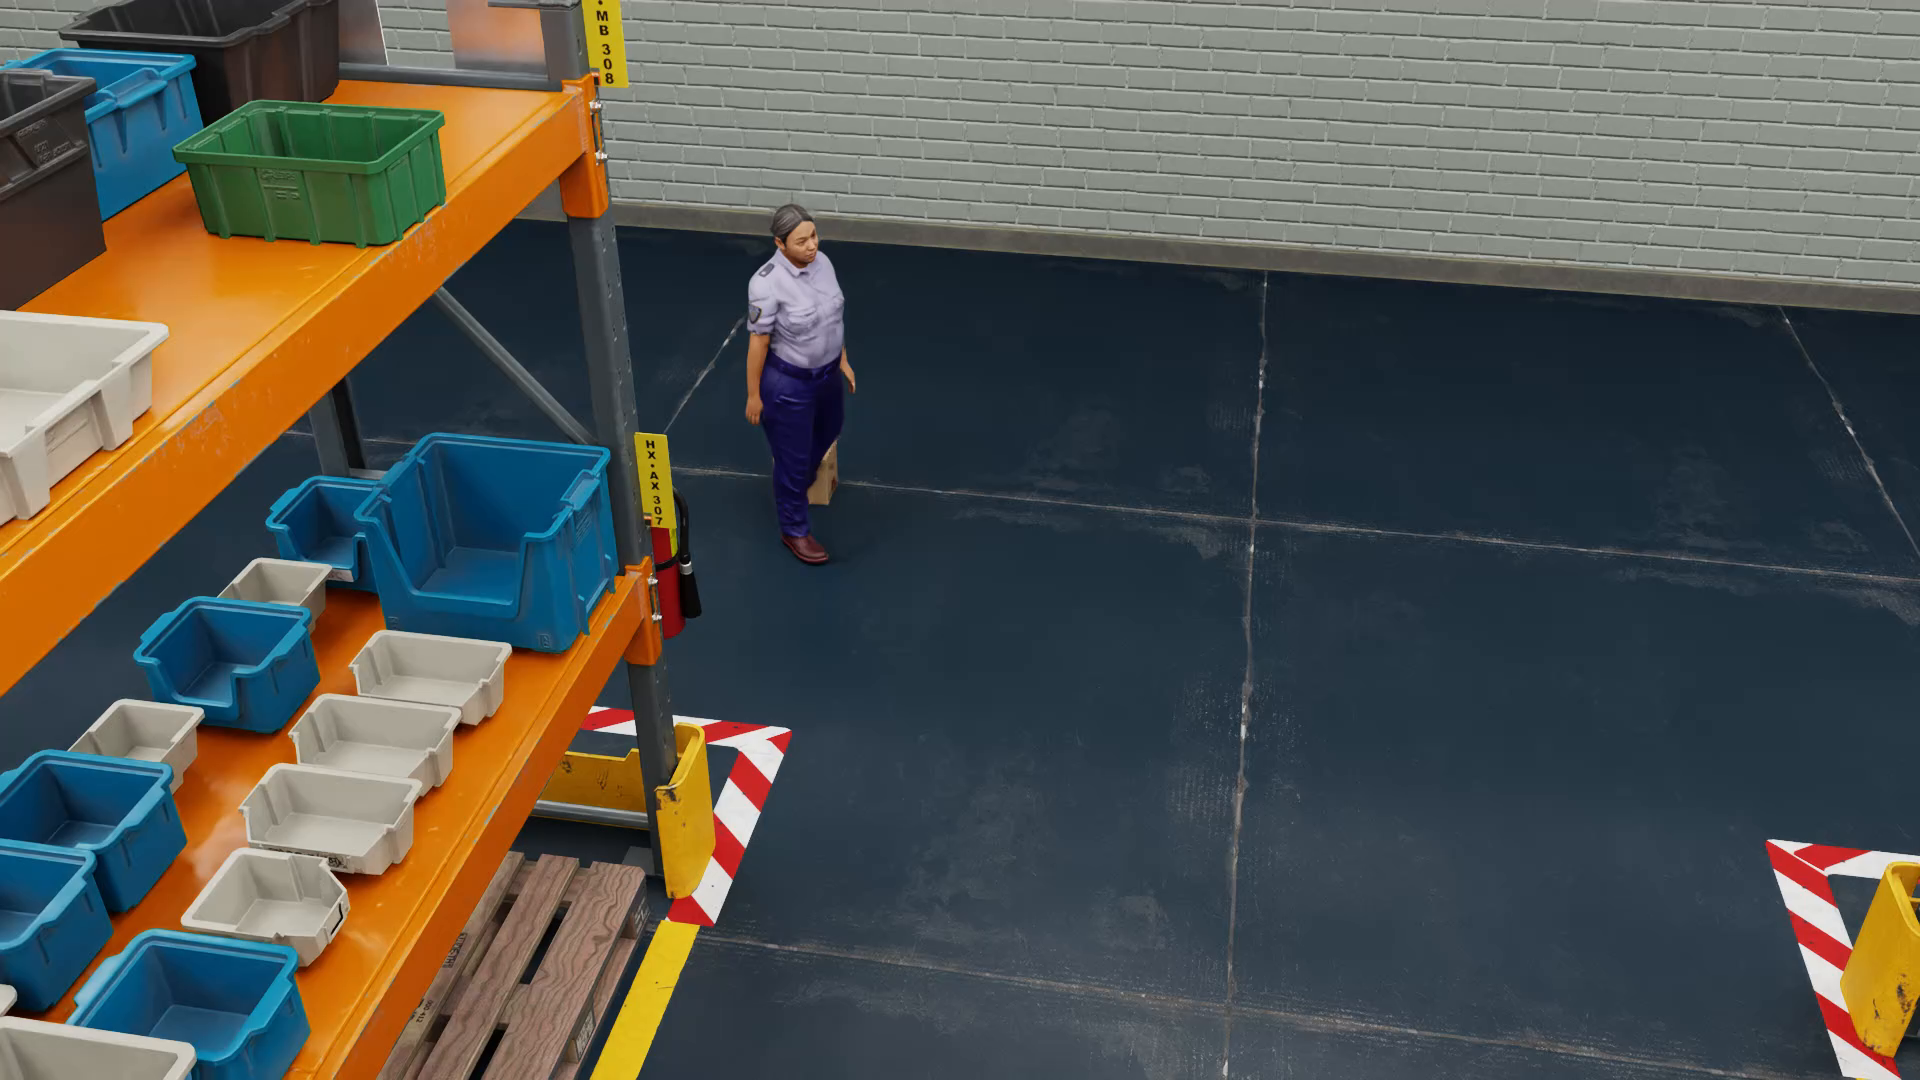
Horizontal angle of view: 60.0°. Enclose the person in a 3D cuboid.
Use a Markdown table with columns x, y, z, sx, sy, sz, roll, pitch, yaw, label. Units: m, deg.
| x | y | z | sx | sy | sz | roll | pitch | yaw | label |
| --- | --- | --- | --- | --- | --- | --- | --- | --- | --- |
| -0.691 | -0.745 | 7.330 | 0.504 | 1.624 | 0.692 | 19 | 37 | 27 | person |
